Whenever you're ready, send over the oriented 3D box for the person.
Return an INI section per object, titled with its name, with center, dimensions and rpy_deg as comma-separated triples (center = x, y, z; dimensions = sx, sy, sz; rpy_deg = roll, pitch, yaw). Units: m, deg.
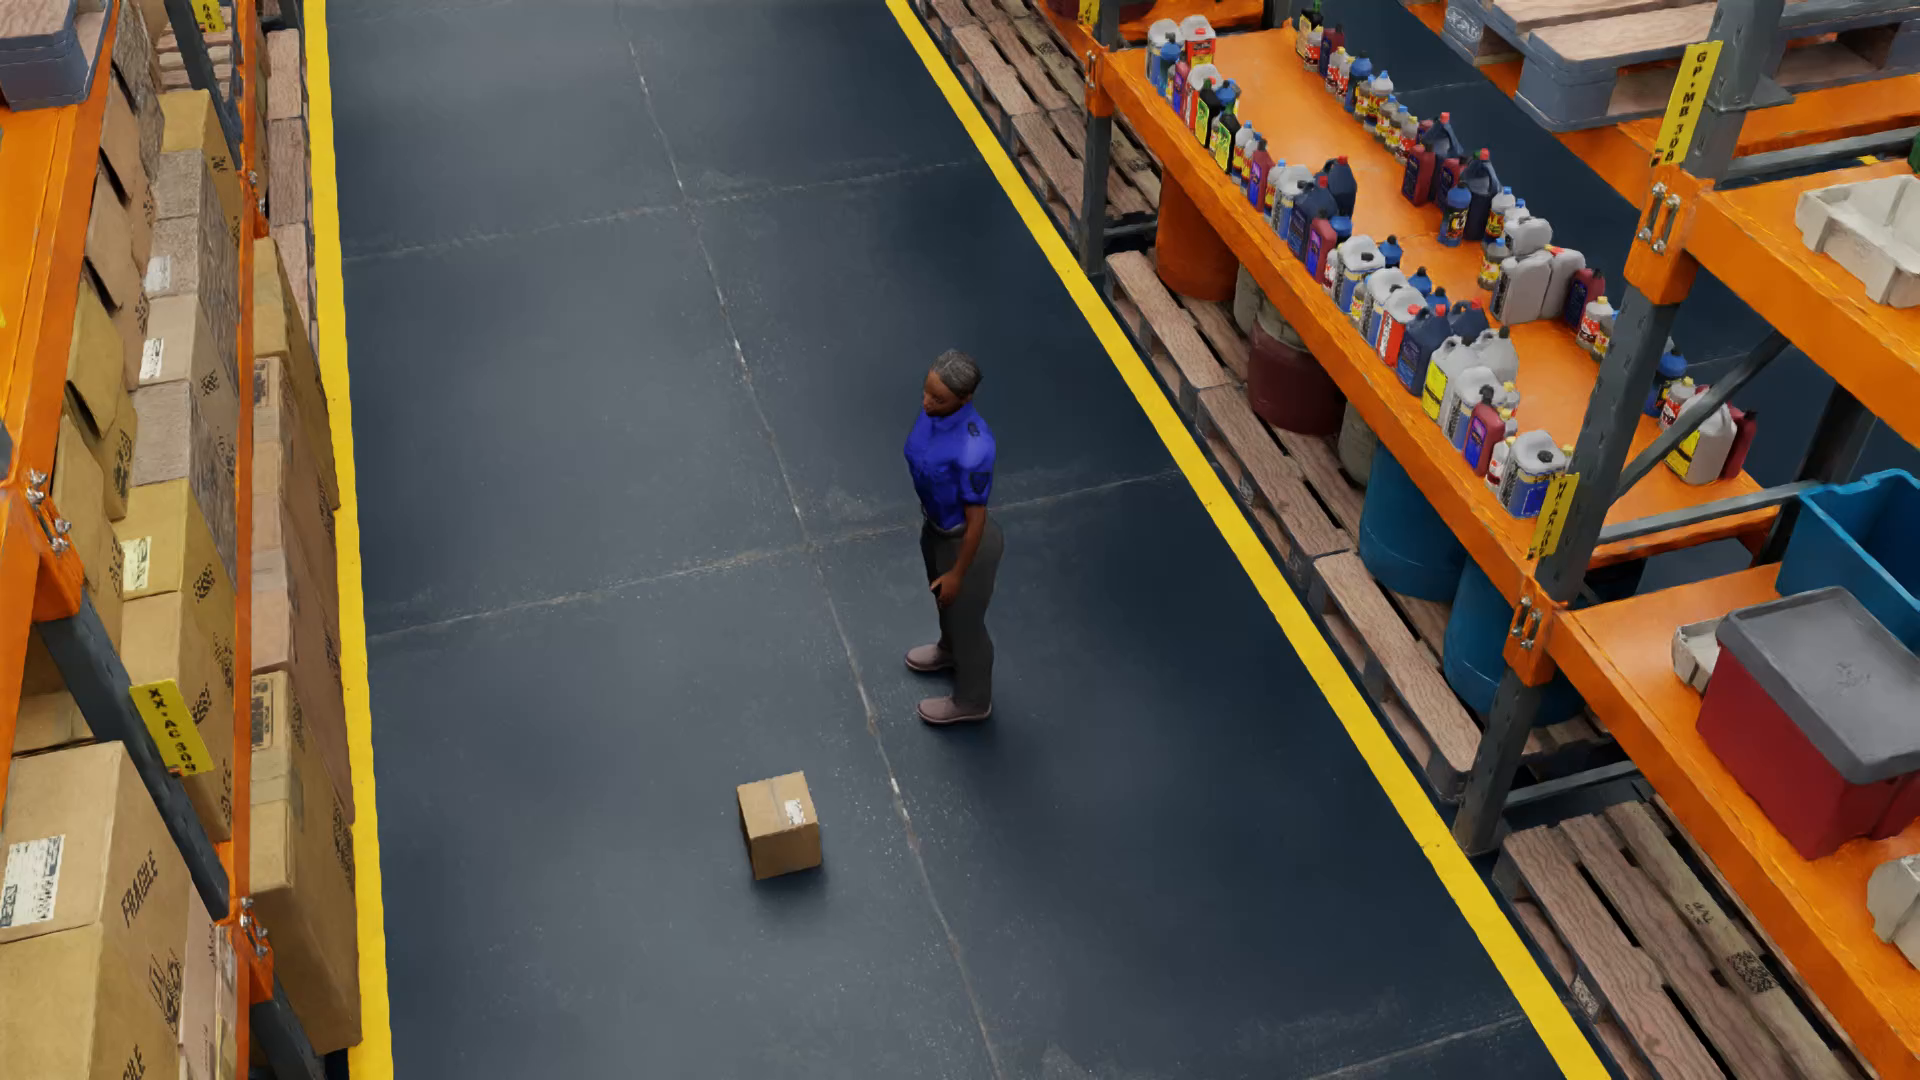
[person]
center = -0.035, -0.007, 6.140
dimensions = 0.349, 1.664, 0.493
rpy_deg = -14, 44, -15
